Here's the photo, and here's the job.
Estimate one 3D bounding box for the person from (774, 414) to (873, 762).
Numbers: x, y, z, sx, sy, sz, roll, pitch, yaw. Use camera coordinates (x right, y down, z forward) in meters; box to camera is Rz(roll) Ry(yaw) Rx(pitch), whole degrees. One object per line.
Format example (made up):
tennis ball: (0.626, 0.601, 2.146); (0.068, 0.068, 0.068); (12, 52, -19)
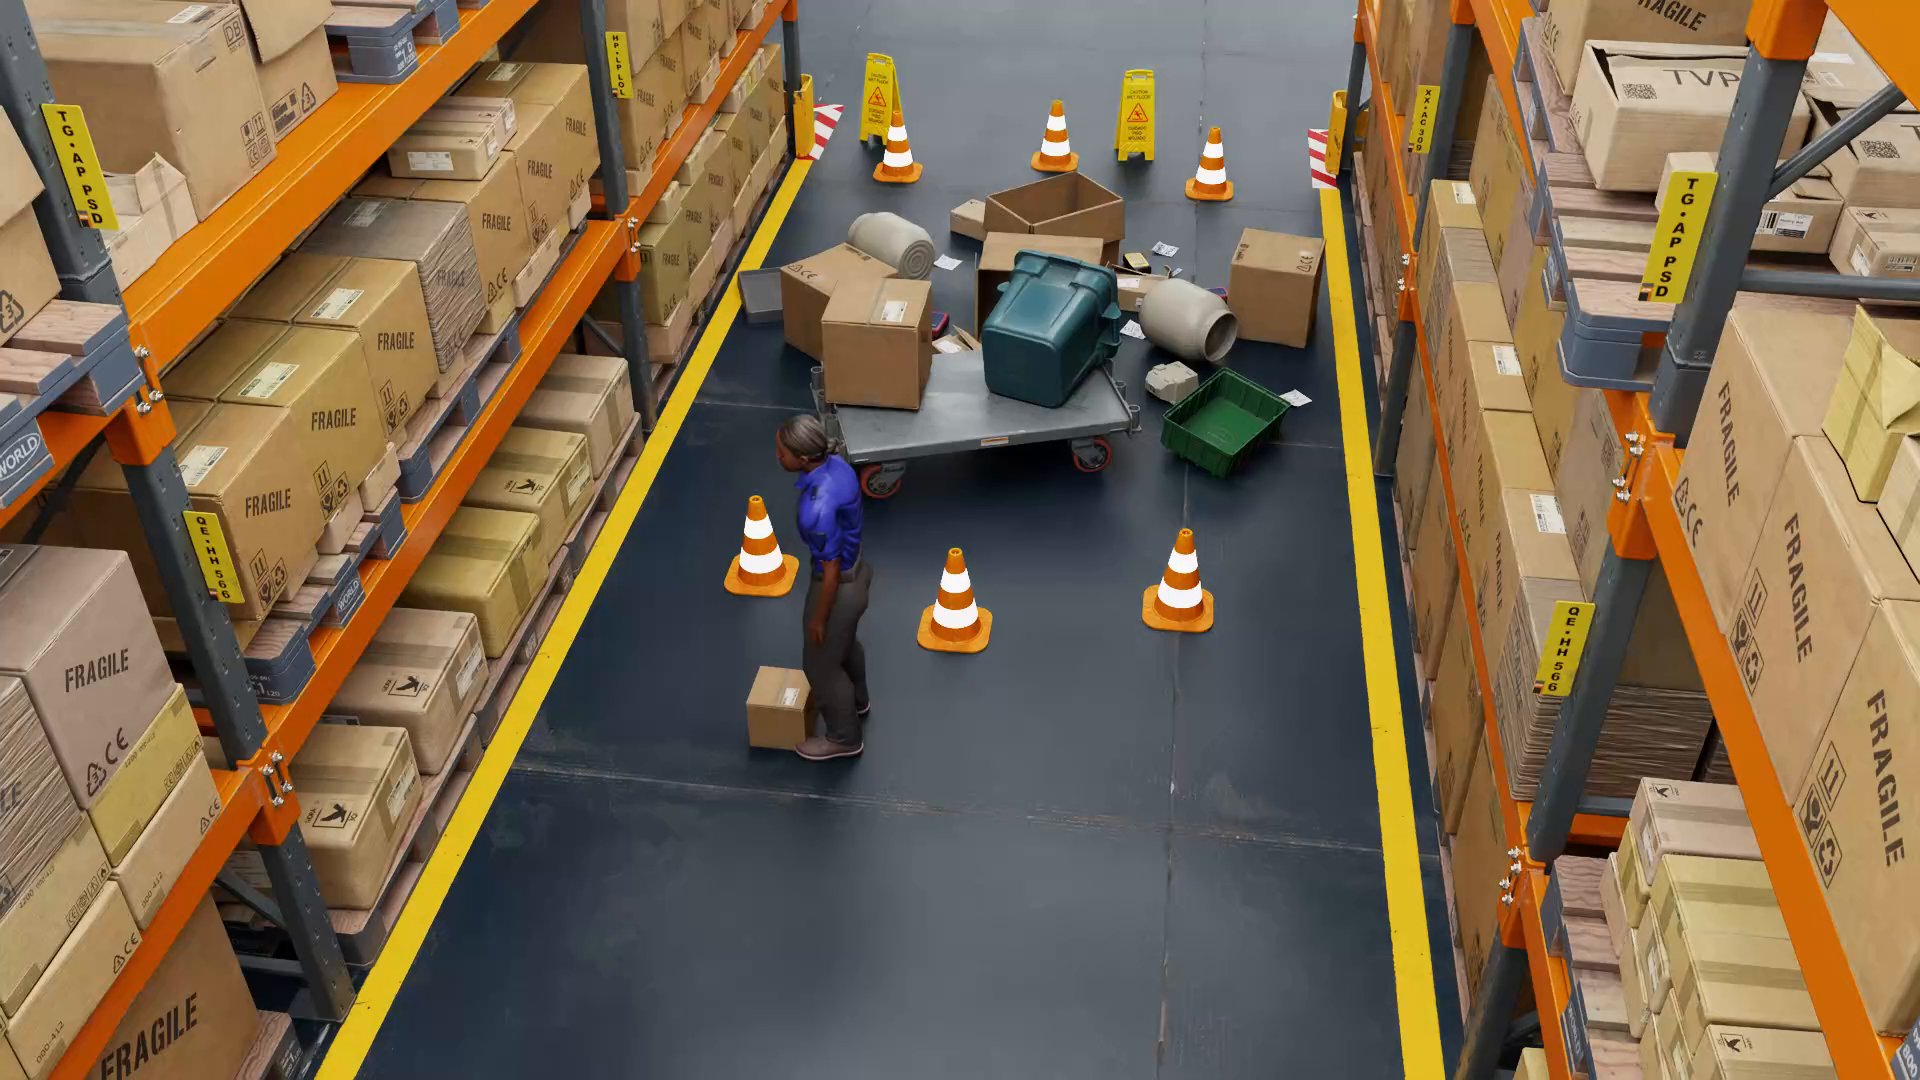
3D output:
person: (-0.537, 0.181, 6.796); (0.351, 1.654, 0.532); (2, 36, 3)
